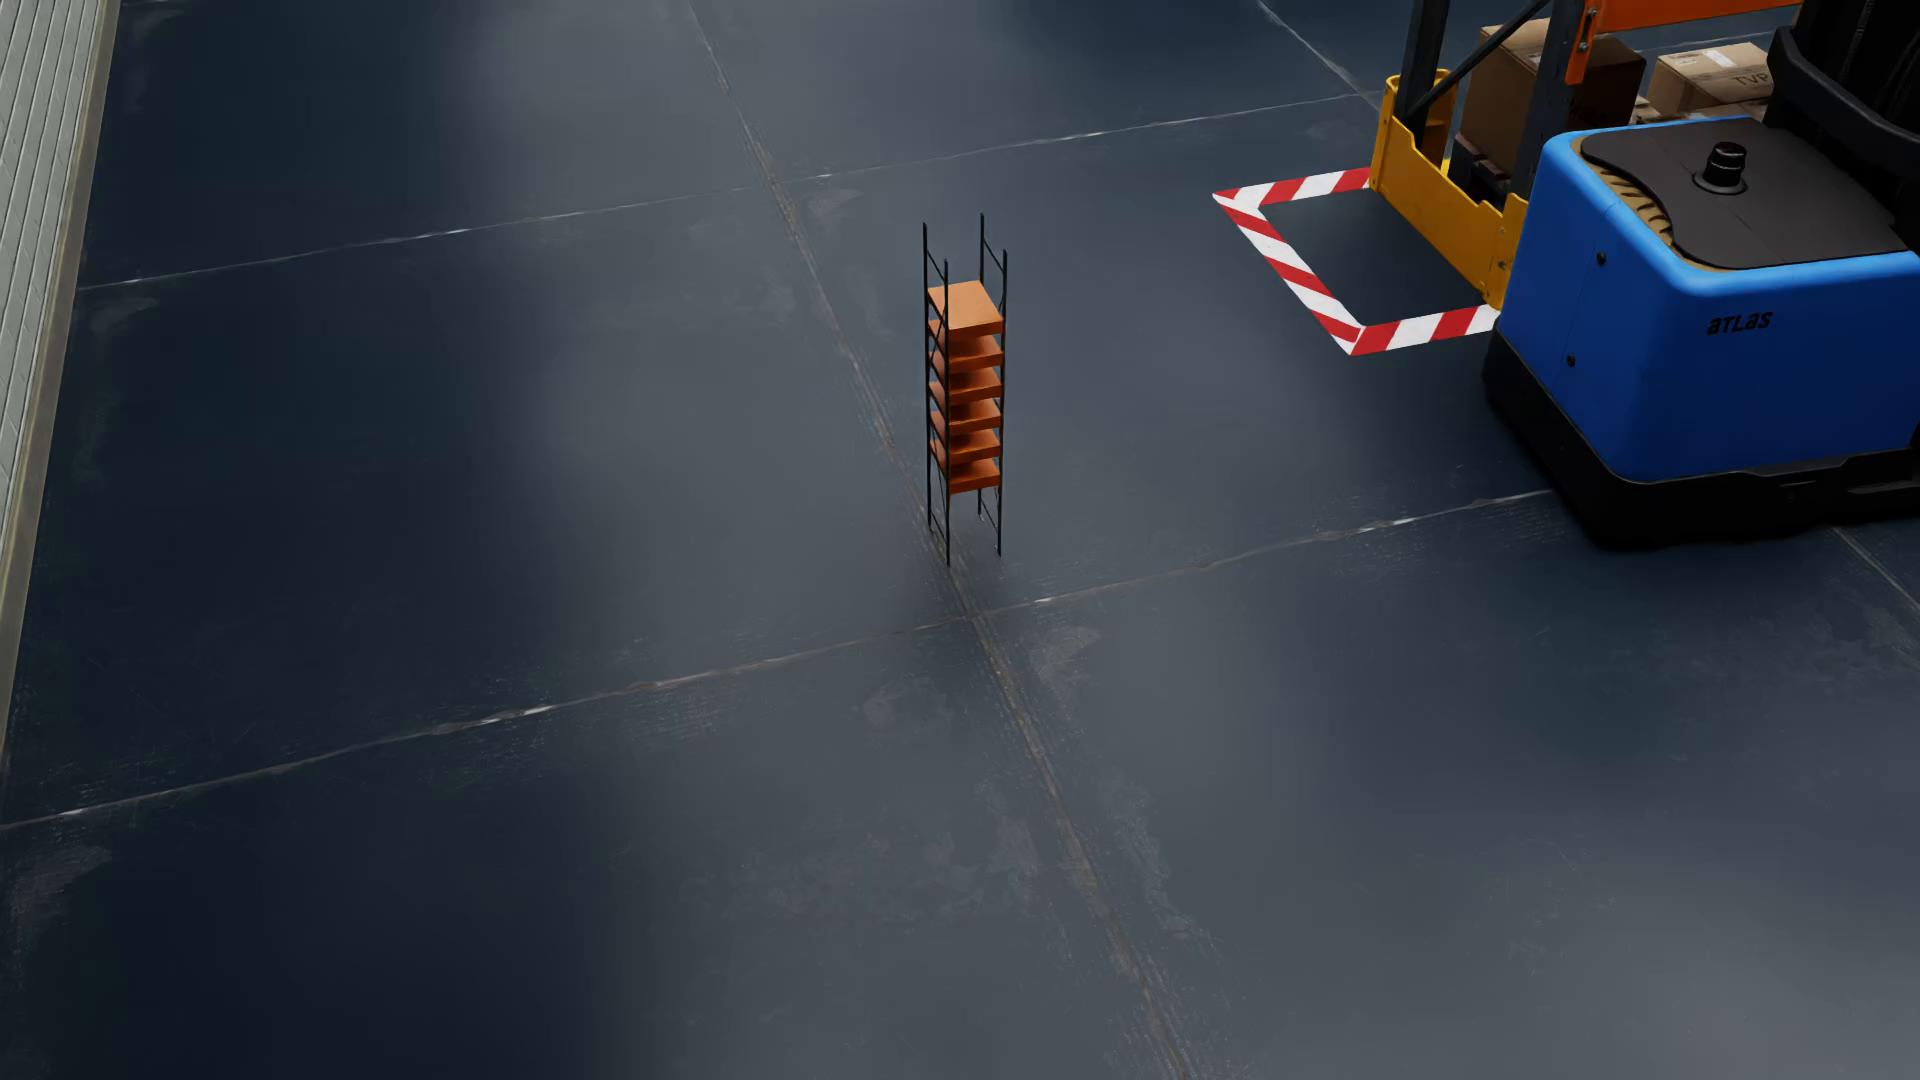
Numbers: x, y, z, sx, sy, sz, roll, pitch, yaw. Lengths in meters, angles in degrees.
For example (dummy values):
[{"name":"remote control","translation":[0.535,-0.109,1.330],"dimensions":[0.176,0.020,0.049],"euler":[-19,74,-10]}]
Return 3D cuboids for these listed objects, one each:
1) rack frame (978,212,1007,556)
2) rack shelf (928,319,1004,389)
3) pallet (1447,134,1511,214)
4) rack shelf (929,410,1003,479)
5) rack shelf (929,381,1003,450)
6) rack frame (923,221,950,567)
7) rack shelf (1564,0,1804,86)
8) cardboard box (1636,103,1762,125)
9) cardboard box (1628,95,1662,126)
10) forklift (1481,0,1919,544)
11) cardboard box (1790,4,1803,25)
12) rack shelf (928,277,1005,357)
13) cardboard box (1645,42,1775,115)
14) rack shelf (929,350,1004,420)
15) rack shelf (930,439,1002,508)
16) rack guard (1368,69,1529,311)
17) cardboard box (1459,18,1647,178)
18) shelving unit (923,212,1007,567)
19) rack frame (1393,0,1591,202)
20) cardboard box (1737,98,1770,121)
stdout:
[{"name":"rack frame","translation":[0.101,-0.473,5.379],"dimensions":[0.006,1.200,0.240],"euler":[-12,42,-13]},{"name":"rack shelf","translation":[0.014,-0.602,5.230],"dimensions":[0.180,0.103,0.258],"euler":[-12,42,-13]},{"name":"pallet","translation":[2.953,-1.561,7.377],"dimensions":[1.213,0.211,1.003],"euler":[-12,42,-13]},{"name":"rack shelf","translation":[0.014,-0.331,5.467],"dimensions":[0.180,0.103,0.258],"euler":[-12,42,-13]},{"name":"rack shelf","translation":[0.014,-0.421,5.388],"dimensions":[0.180,0.103,0.258],"euler":[-12,42,-13]},{"name":"rack frame","translation":[-0.073,-0.437,5.338],"dimensions":[0.006,1.200,0.240],"euler":[-12,42,-13]},{"name":"rack shelf","translation":[4.028,-2.563,6.950],"dimensions":[4.000,0.370,1.077],"euler":[-12,42,-13]},{"name":"cardboard box","translation":[3.201,-1.597,7.054],"dimensions":[0.500,0.250,0.500],"euler":[-12,42,-13]},{"name":"cardboard box","translation":[2.978,-1.823,7.376],"dimensions":[0.250,0.166,0.380],"euler":[-12,42,-13]},{"name":"forklift","translation":[3.559,-1.576,5.326],"dimensions":[3.031,2.935,1.130],"euler":[-8,42,-9]},{"name":"cardboard box","translation":[4.145,-2.080,7.414],"dimensions":[0.637,0.503,0.797],"euler":[-12,42,-13]},{"name":"rack shelf","translation":[0.014,-0.692,5.151],"dimensions":[0.180,0.103,0.258],"euler":[-12,42,-13]},{"name":"cardboard box","translation":[3.480,-2.000,7.514],"dimensions":[0.500,0.250,0.500],"euler":[-12,42,-13]},{"name":"rack shelf","translation":[0.014,-0.512,5.309],"dimensions":[0.180,0.103,0.258],"euler":[-12,42,-13]},{"name":"rack shelf","translation":[0.014,-0.241,5.546],"dimensions":[0.180,0.103,0.258],"euler":[-12,42,-13]},{"name":"rack guard","translation":[2.193,-1.512,7.101],"dimensions":[0.348,0.500,1.175],"euler":[-12,42,-13]},{"name":"cardboard box","translation":[2.565,-1.925,7.239],"dimensions":[0.500,0.500,0.500],"euler":[-12,42,-13]},{"name":"shelving unit","translation":[0.014,-0.455,5.359],"dimensions":[0.189,1.200,0.258],"euler":[-12,42,-13]},{"name":"rack frame","translation":[2.120,-2.438,6.261],"dimensions":[0.127,3.000,1.000],"euler":[-12,42,-13]},{"name":"cardboard box","translation":[3.678,-1.696,7.167],"dimensions":[0.500,0.250,0.500],"euler":[-12,42,-13]}]
